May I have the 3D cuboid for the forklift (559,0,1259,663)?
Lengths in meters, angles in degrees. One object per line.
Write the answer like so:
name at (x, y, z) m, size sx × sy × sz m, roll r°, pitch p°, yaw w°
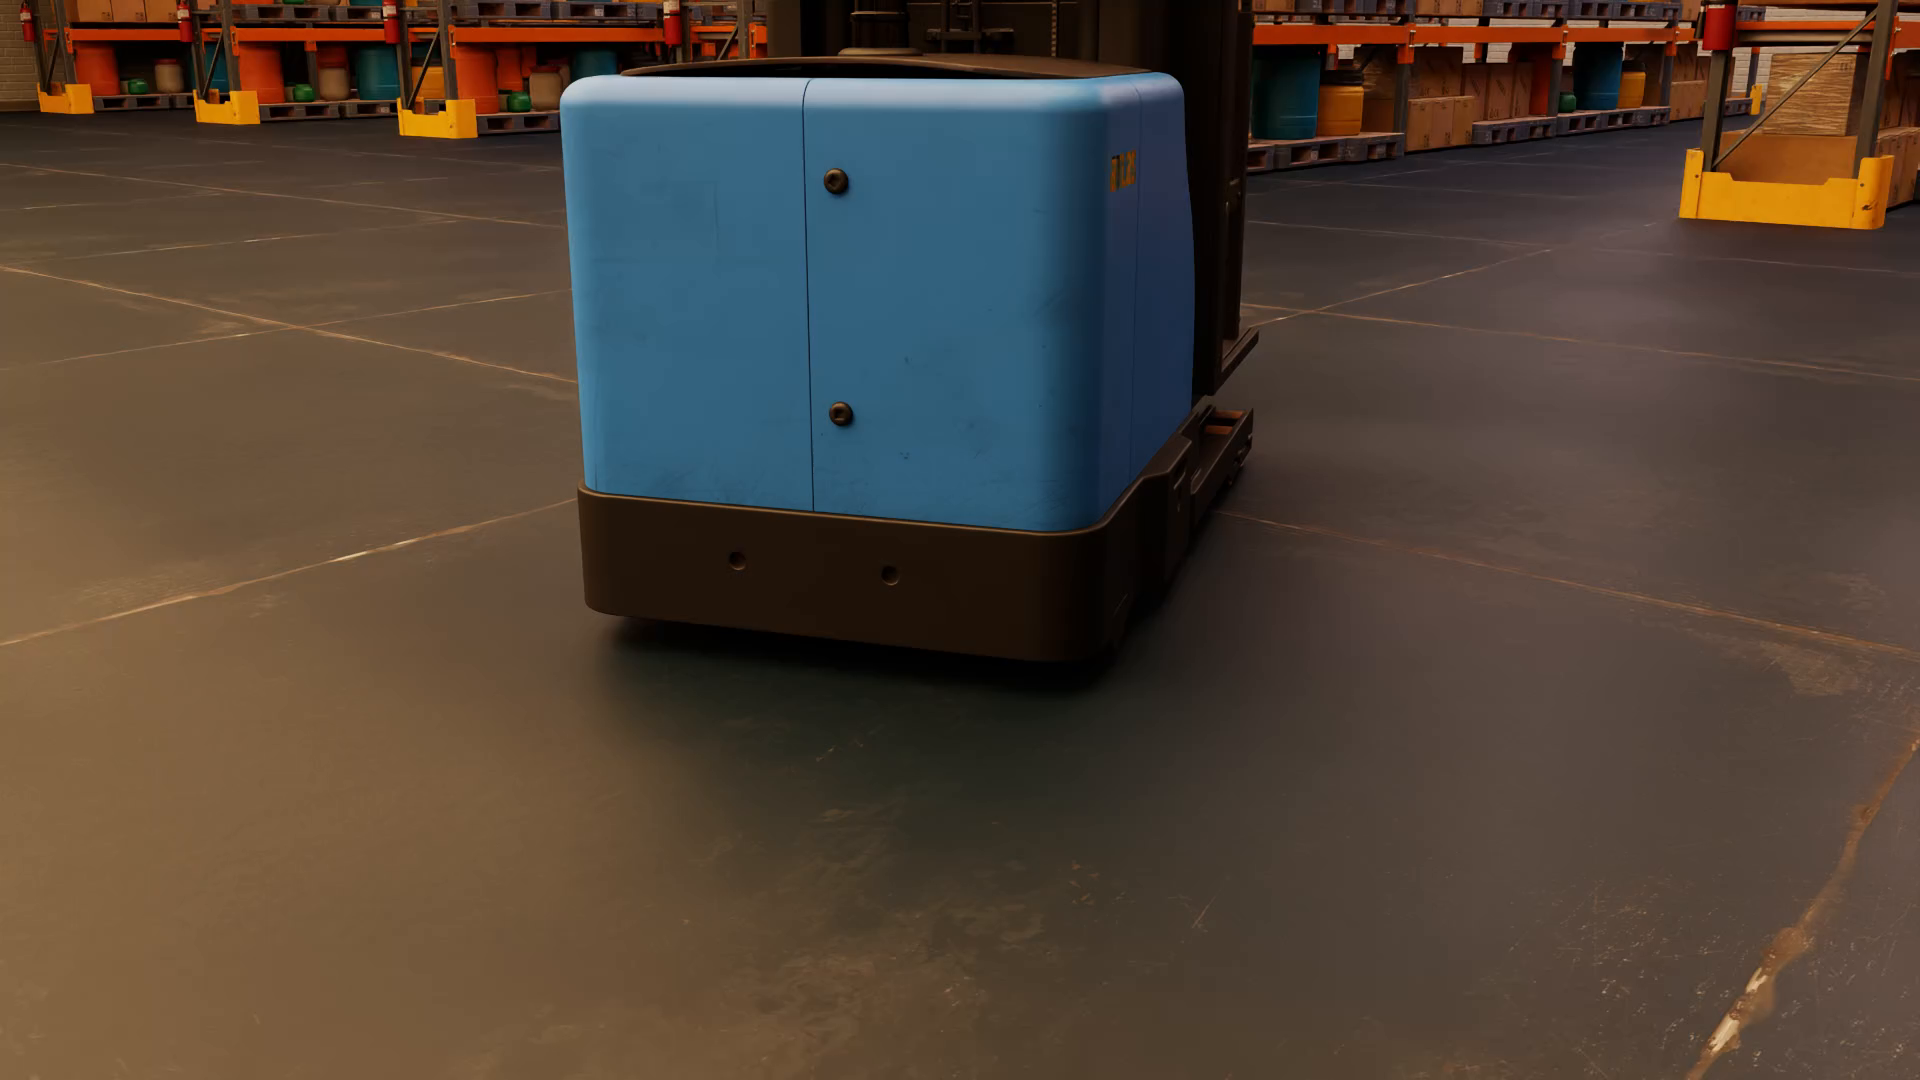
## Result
forklift at (0.182, -1.571, 4.072) m, size 1.130 × 2.935 × 3.031 m, roll 5°, pitch 18°, yaw 17°
